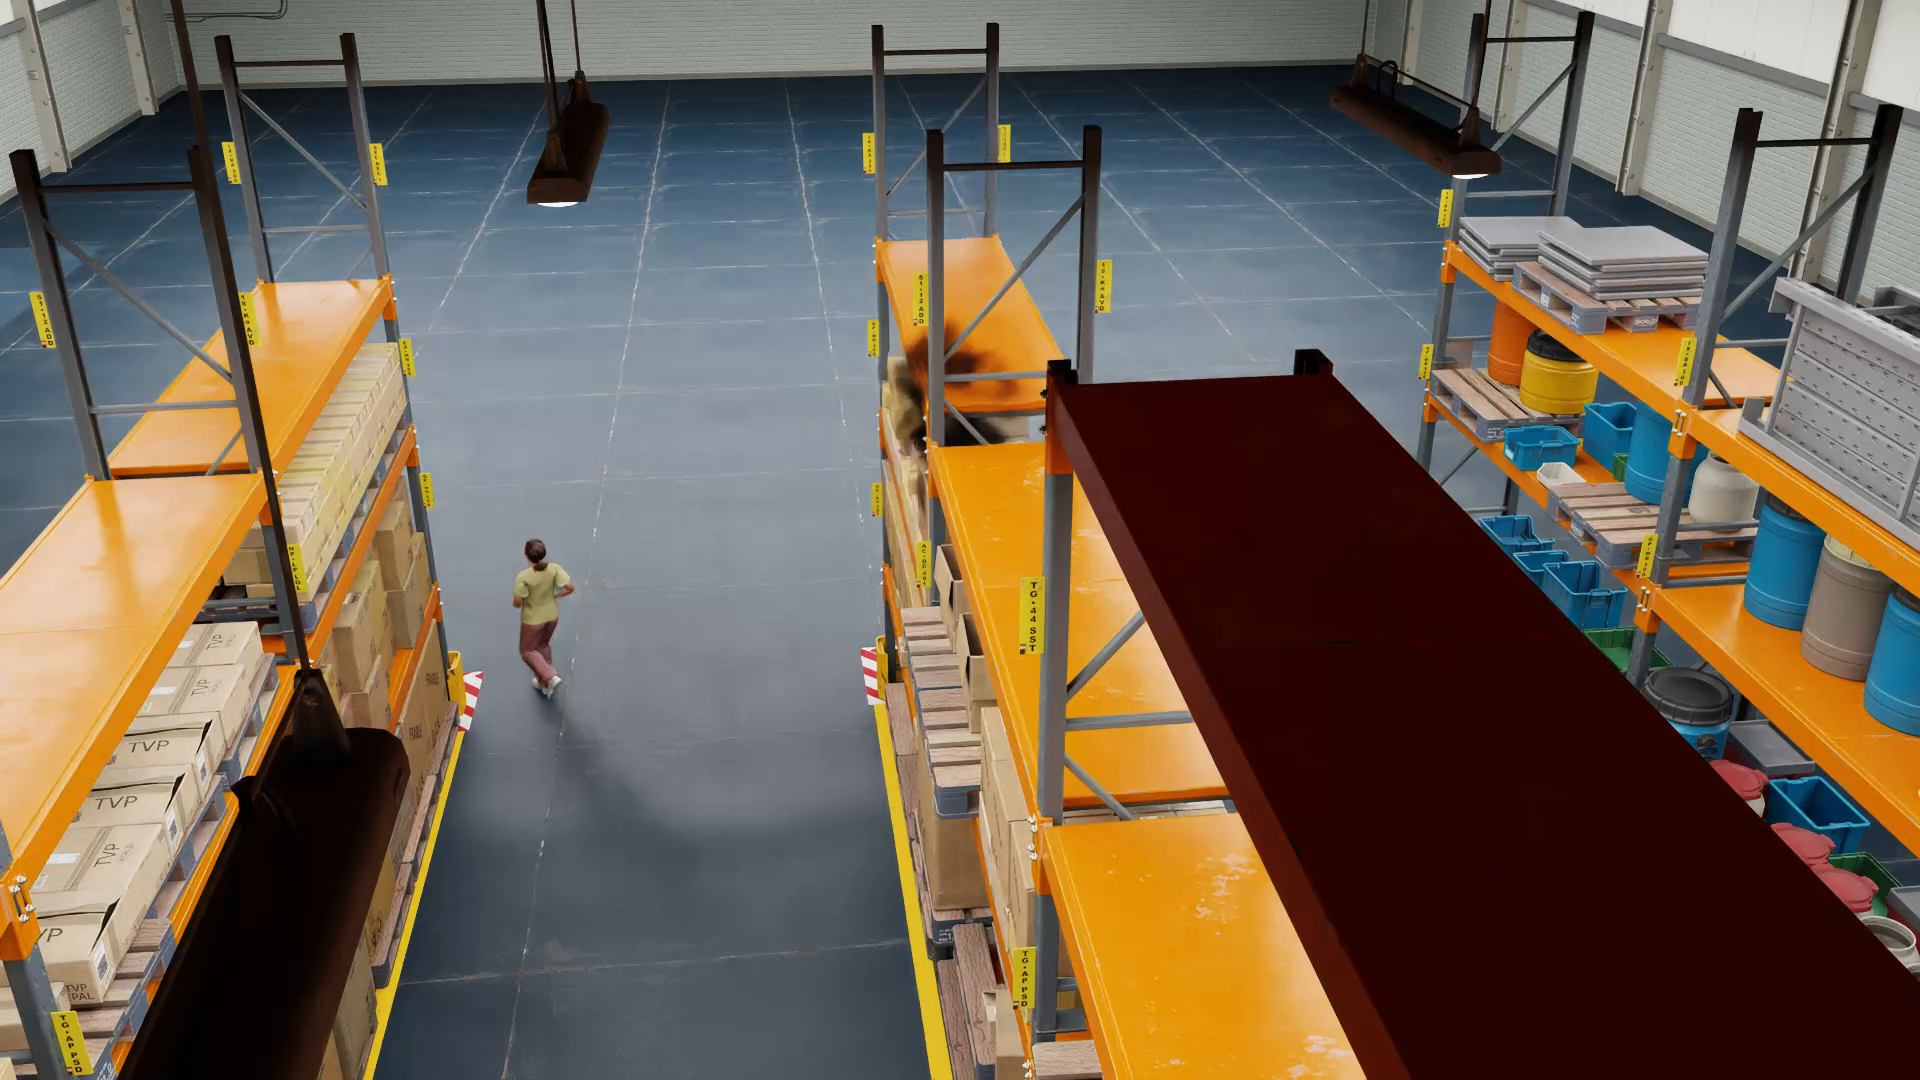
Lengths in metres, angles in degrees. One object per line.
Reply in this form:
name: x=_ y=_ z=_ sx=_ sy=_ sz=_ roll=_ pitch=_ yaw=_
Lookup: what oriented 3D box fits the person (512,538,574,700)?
person: x=-3.783 y=0.722 z=15.104 sx=0.582 sy=1.621 sz=0.667 roll=-20 pitch=32 yaw=-36
